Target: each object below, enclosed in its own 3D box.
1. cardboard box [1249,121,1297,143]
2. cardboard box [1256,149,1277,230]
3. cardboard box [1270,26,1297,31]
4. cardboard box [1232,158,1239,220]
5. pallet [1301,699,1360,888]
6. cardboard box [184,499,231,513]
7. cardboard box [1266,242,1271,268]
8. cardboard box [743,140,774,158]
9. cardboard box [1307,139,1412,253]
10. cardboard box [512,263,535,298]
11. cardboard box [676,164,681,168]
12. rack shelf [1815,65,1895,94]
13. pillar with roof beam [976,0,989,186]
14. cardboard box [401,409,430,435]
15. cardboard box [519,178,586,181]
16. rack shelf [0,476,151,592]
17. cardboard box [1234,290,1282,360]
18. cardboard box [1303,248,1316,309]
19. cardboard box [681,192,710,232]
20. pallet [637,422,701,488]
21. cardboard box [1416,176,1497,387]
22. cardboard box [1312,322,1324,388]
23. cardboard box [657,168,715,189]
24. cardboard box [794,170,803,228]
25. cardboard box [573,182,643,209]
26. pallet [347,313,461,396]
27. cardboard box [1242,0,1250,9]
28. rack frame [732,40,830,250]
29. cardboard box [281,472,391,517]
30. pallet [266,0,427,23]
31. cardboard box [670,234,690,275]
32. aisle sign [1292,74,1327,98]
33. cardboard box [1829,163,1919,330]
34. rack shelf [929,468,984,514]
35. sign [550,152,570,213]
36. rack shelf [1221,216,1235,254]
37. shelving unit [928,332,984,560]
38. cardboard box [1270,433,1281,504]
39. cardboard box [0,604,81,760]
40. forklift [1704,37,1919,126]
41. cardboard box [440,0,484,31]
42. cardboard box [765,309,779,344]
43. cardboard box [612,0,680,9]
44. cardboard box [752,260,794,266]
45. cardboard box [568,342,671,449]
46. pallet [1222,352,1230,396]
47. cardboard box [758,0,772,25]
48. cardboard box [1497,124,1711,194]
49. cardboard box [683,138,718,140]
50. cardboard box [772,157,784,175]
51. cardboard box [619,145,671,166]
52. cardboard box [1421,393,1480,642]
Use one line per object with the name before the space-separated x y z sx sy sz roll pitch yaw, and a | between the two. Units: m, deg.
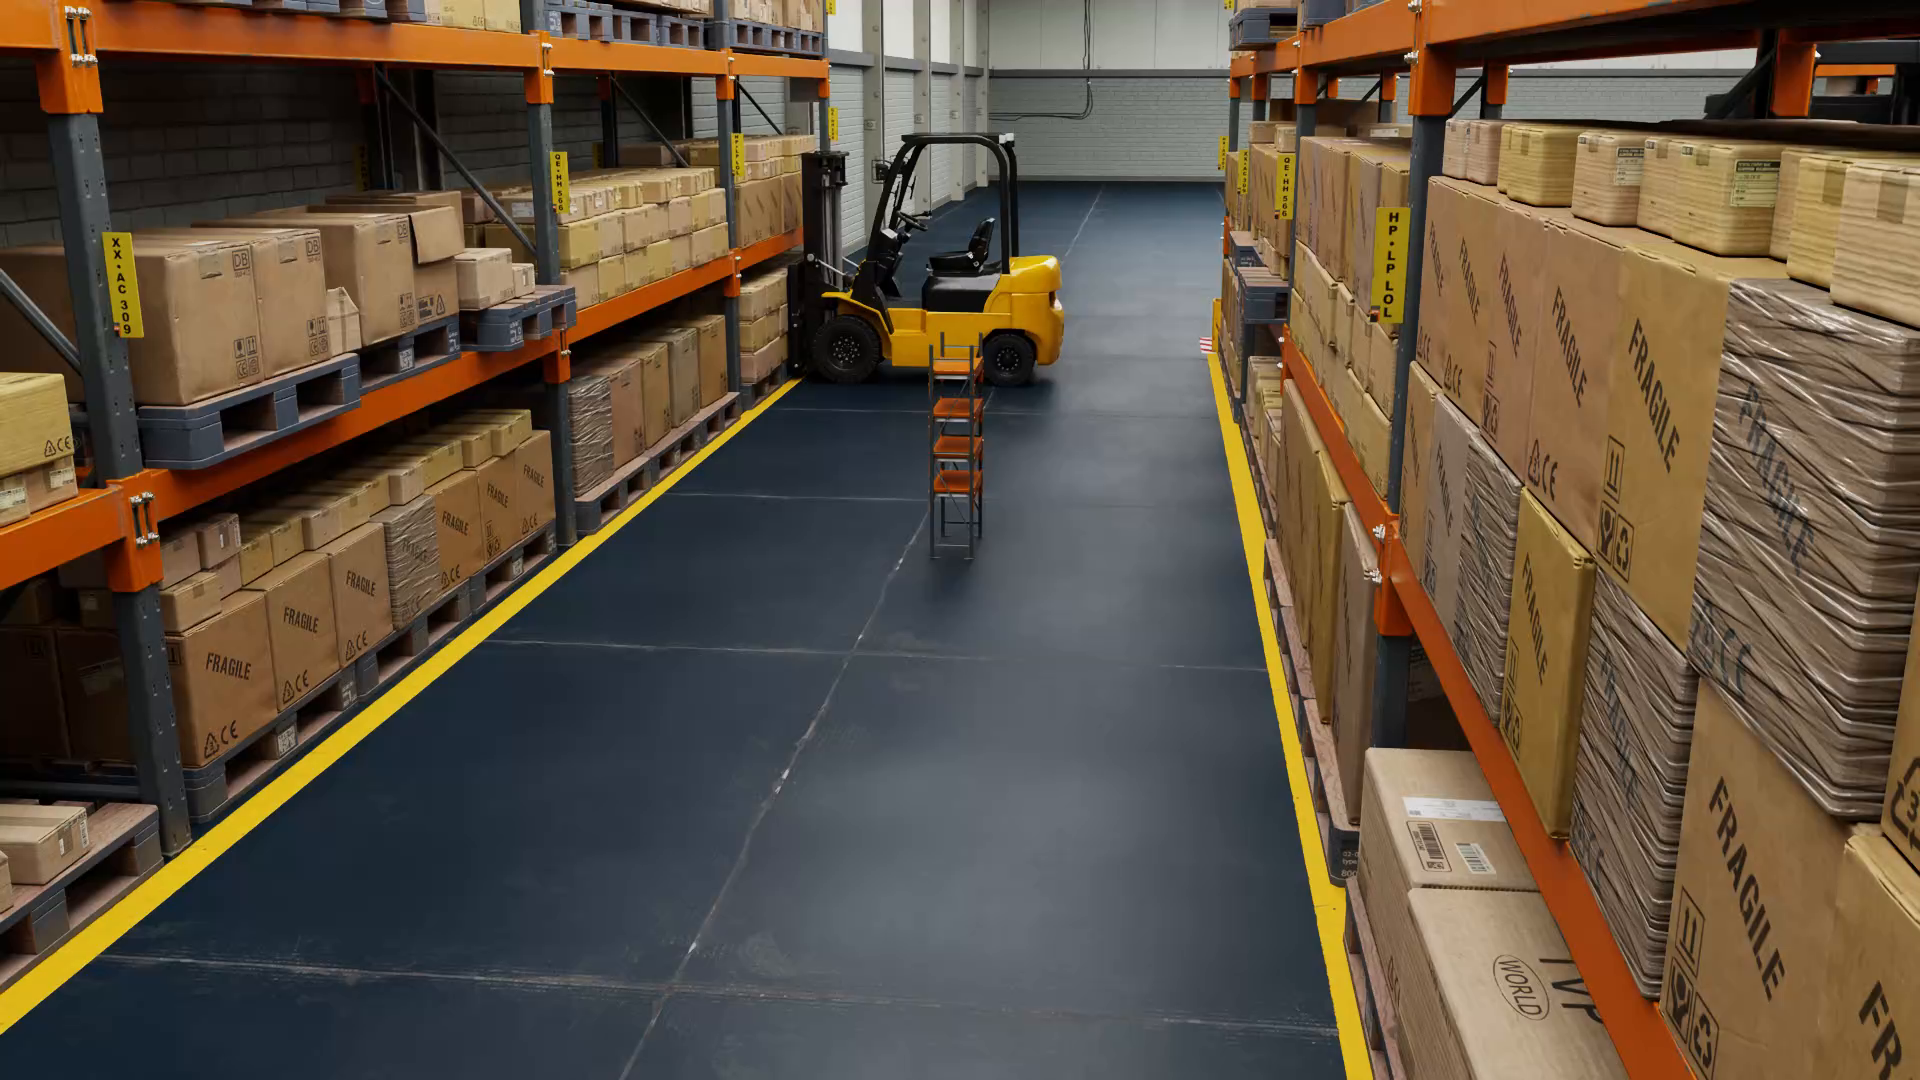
cardboard box | 2.268 -2.919 11.901 0.380 0.149 0.250 2 15 6
cardboard box | 2.162 -2.213 10.533 0.500 0.500 0.500 1 15 4
cardboard box | 2.455 -3.965 12.549 0.500 0.250 0.500 2 15 6
cardboard box | 2.634 -3.039 14.391 0.500 0.500 0.500 1 15 5
pallet | 1.782 0.896 5.944 1.003 0.211 1.213 2 15 6
cardboard box | -3.277 -0.075 6.934 0.380 0.149 0.250 2 15 8
cardboard box | 2.003 -1.662 9.739 0.380 0.149 0.250 1 15 4
cardboard box | -1.852 -3.448 14.664 0.380 0.149 0.250 2 15 6
cardboard box | 1.876 -1.567 7.602 0.500 0.500 0.500 2 15 6
cardboard box | -2.404 -1.330 8.512 0.380 0.149 0.250 2 15 7
cardboard box | -2.485 -2.986 13.525 0.380 0.149 0.250 1 15 5
rack shelf | 7.828 -3.823 13.684 1.077 0.370 4.000 2 15 6
pillar with roof beam | 4.880 -13.901 43.832 9.100 9.000 0.400 2 15 6
cardboard box | -3.080 -0.614 8.926 0.380 0.149 0.250 2 15 9
cardboard box | -2.731 -2.350 11.174 0.380 0.149 0.250 2 15 7
rack shelf | -3.388 0.473 3.545 1.077 0.370 4.000 2 15 6
cardboard box | 2.472 -1.721 13.308 0.500 0.500 0.500 1 15 5
cardboard box | 1.859 -1.196 7.668 0.500 0.250 0.500 2 15 8
cardboard box | -2.112 -2.368 12.004 0.500 0.250 0.500 1 15 5
pallet | -2.440 -0.612 11.522 1.003 0.211 1.213 2 15 6
cardboard box | 1.475 -0.662 4.258 0.500 0.500 0.500 2 15 7
cardboard box | 1.810 -0.824 7.249 0.500 0.250 0.500 2 15 8
cardboard box | -2.078 -2.734 12.593 0.380 0.149 0.250 2 15 8
cardboard box | -1.729 -3.151 15.377 0.500 0.500 0.500 1 15 5
cardboard box | -2.248 -2.201 10.621 0.380 0.149 0.250 2 15 7
pallet | -2.926 -0.833 7.365 1.003 0.211 1.213 2 15 6
cardboard box | 2.152 -3.630 11.075 0.500 0.250 0.500 1 15 6
rack frame | -1.809 -3.505 16.879 1.000 3.000 0.127 2 15 6
cardboard box | -2.771 -0.199 7.392 0.380 0.149 0.250 2 15 6
pallet | -2.905 -2.186 6.615 1.213 0.211 1.003 2 15 6
cardboard box | -2.195 -1.999 11.594 0.500 0.250 0.500 2 15 7
aisle sign | 3.419 -4.623 16.030 0.394 0.787 0.004 2 15 6
cardboard box | 1.110 -0.289 1.636 0.380 0.149 0.250 2 15 6
rack shelf | -0.019 -0.280 9.416 0.258 0.148 0.480 2 15 6
sign | -2.171 -1.938 9.015 0.100 0.325 0.005 2 15 6
rack shelf | 2.898 -2.494 14.517 1.077 0.370 4.000 2 15 6
shelving unit | -0.019 -0.536 9.347 0.258 1.200 0.503 2 15 6
cardboard box | 2.295 -0.366 9.498 0.950 0.372 0.625 1 15 2
cardboard box | -3.401 0.475 6.144 0.500 0.500 0.500 2 15 6
forklift | 5.196 -1.699 10.331 1.130 2.935 3.031 3 15 10
cardboard box | -2.584 -2.535 7.833 0.500 0.250 0.500 2 15 6
cardboard box | -1.844 -1.832 14.195 0.500 0.250 0.500 2 15 6
cardboard box | -2.186 -3.730 11.137 0.500 0.311 0.500 1 15 4
cardboard box | -1.650 -2.471 15.601 0.500 0.250 0.500 2 15 7
cardboard box | -2.486 -0.993 11.331 0.875 0.625 0.625 1 15 4
pallet | 2.848 -1.469 14.691 1.003 0.211 1.213 2 15 6
cardboard box | -1.791 -4.478 13.991 0.396 0.266 0.258 1 15 5
cardboard box | 1.387 -0.820 3.600 0.380 0.149 0.250 2 15 6
cardboard box | -2.313 -3.596 15.209 0.380 0.149 0.250 1 15 5
cardboard box | -1.768 -3.305 14.703 0.380 0.149 0.250 1 15 5
cardboard box | -2.524 -3.065 13.245 0.380 0.149 0.250 2 15 6
cardboard box | 1.396 -0.052 3.915 0.500 0.500 0.500 2 15 7
